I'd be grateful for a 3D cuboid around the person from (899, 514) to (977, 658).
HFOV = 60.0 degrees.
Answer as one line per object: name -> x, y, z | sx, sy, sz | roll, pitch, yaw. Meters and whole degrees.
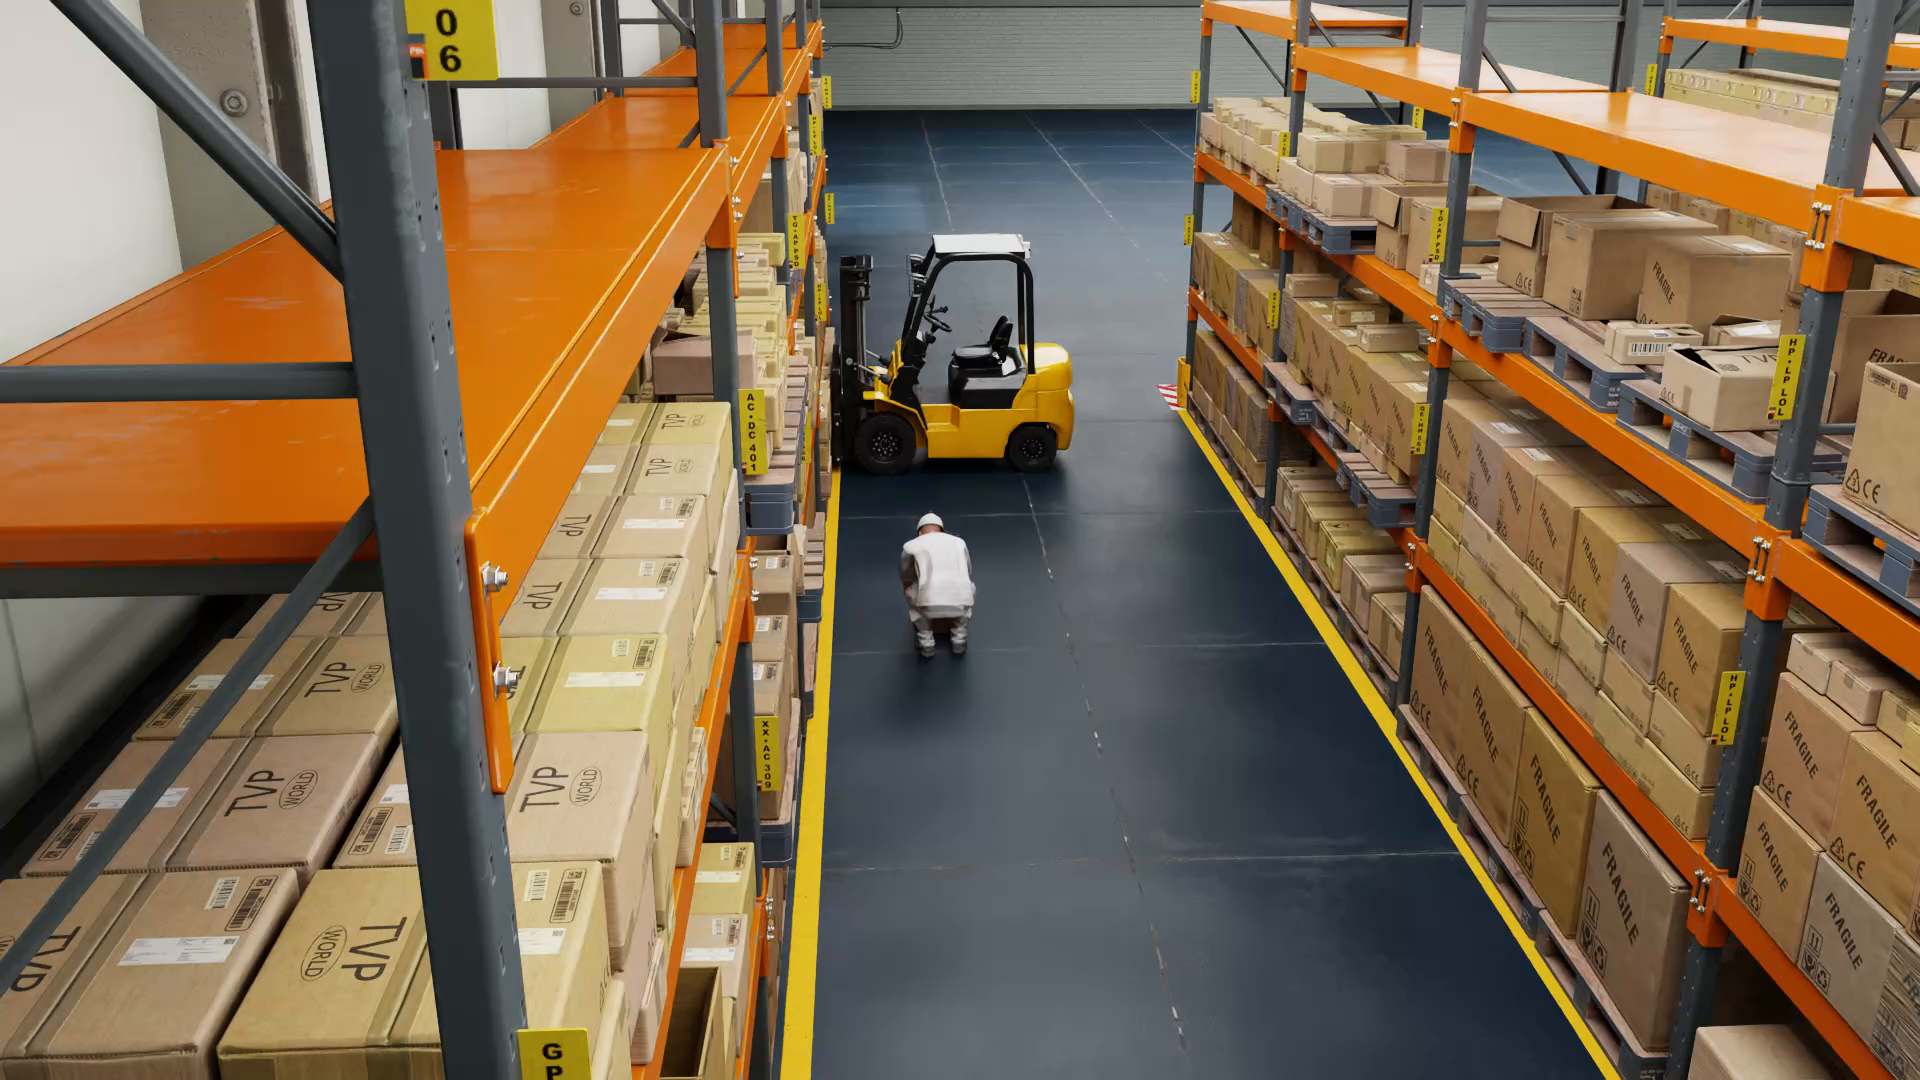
person -> -0.162, 0.345, 12.247 | 0.567, 0.909, 0.885 | -1, 20, -3
